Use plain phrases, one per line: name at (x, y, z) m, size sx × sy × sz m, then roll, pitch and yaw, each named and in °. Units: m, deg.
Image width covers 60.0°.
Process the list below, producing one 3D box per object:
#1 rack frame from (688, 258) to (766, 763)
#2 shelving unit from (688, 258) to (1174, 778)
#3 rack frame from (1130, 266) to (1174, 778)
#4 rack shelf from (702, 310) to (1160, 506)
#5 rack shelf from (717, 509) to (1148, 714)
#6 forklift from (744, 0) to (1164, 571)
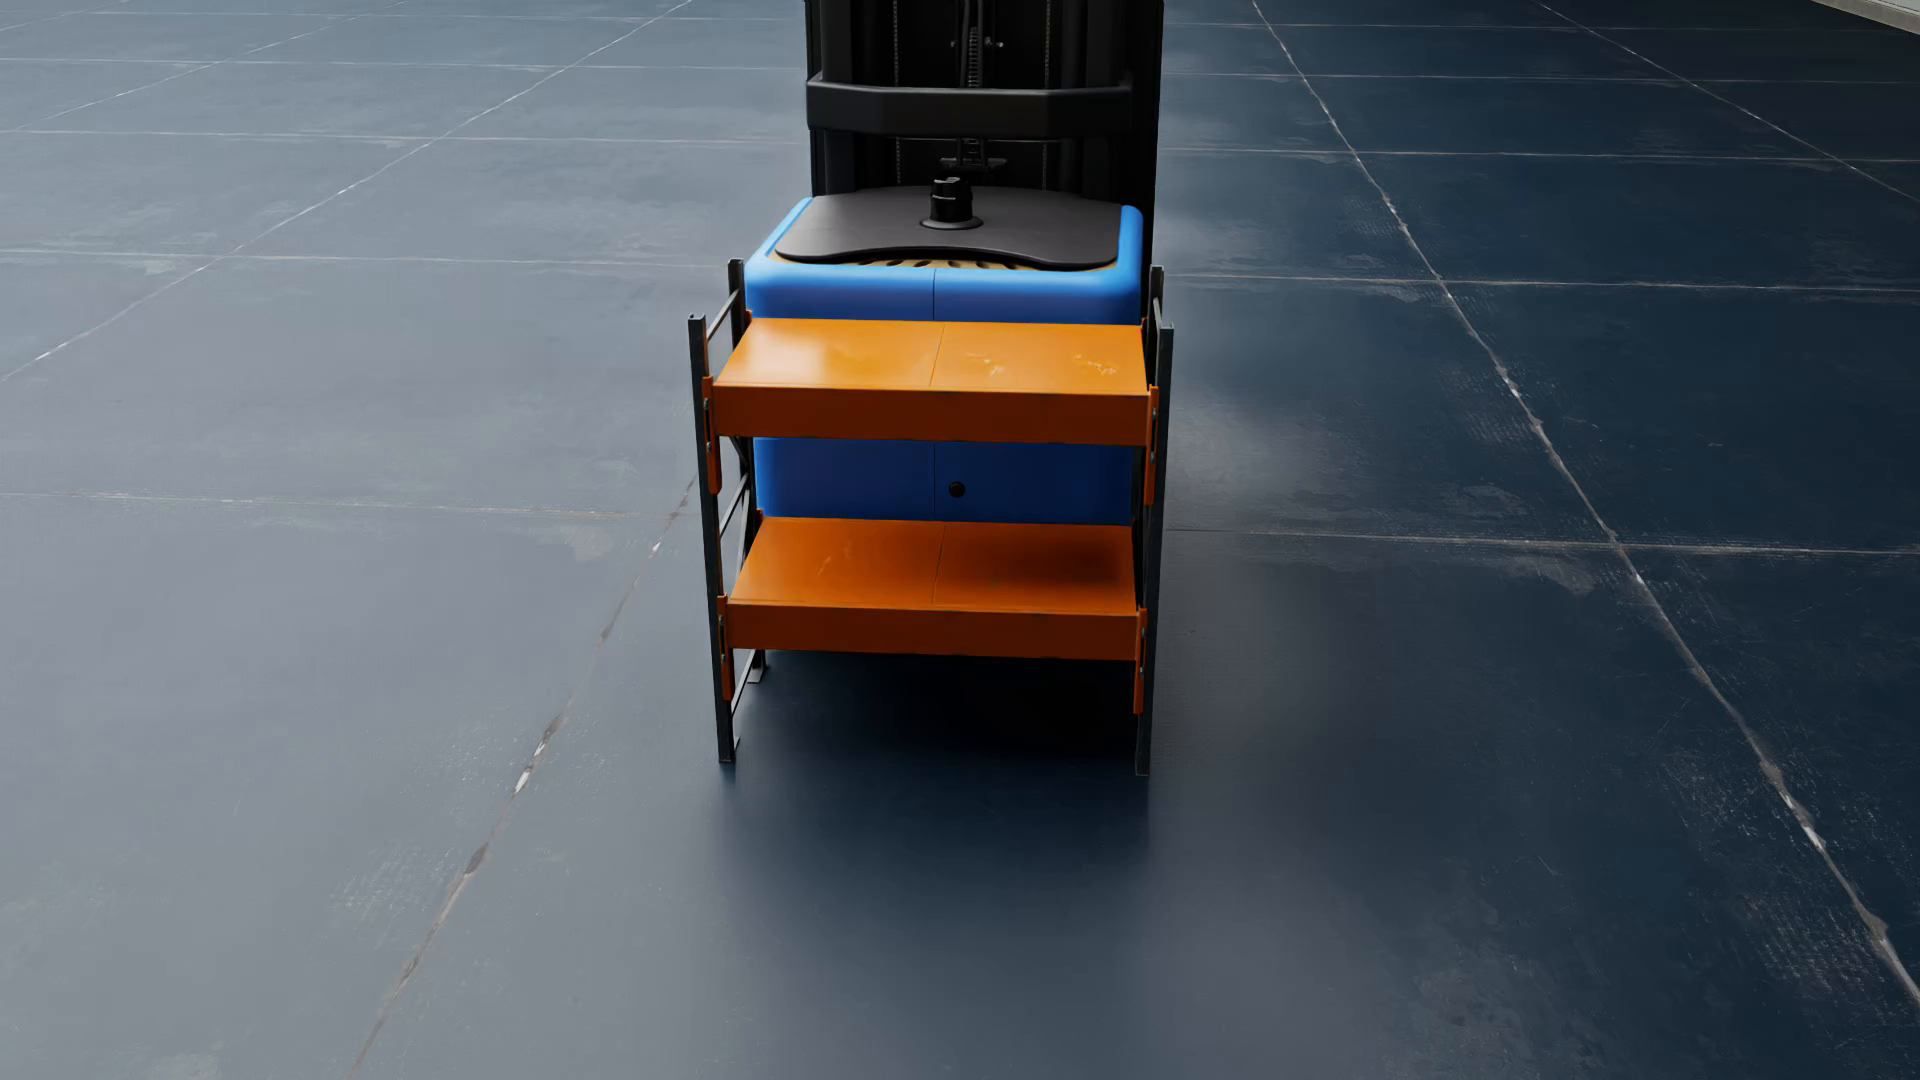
rack frame at (-0.559, -0.071, 4.058) m, size 0.032 × 1.125 × 0.500 m, roll 2°, pitch 25°, yaw 3°
shelving unit at (-0.052, -0.057, 4.028) m, size 1.048 × 1.125 × 0.538 m, roll 2°, pitch 25°, yaw 3°
rack frame at (0.456, -0.043, 3.998) m, size 0.032 × 1.125 × 0.500 m, roll 2°, pitch 25°, yaw 3°
rack shelf at (-0.052, -0.323, 3.906) m, size 1.000 × 0.278 × 0.538 m, roll 2°, pitch 25°, yaw 3°
rack shelf at (-0.052, 0.165, 4.130) m, size 1.000 × 0.278 × 0.538 m, roll 2°, pitch 25°, yaw 3°
forklift at (0.101, -1.637, 5.302) m, size 1.130 × 2.935 × 3.031 m, roll 3°, pitch 25°, yaw 6°
